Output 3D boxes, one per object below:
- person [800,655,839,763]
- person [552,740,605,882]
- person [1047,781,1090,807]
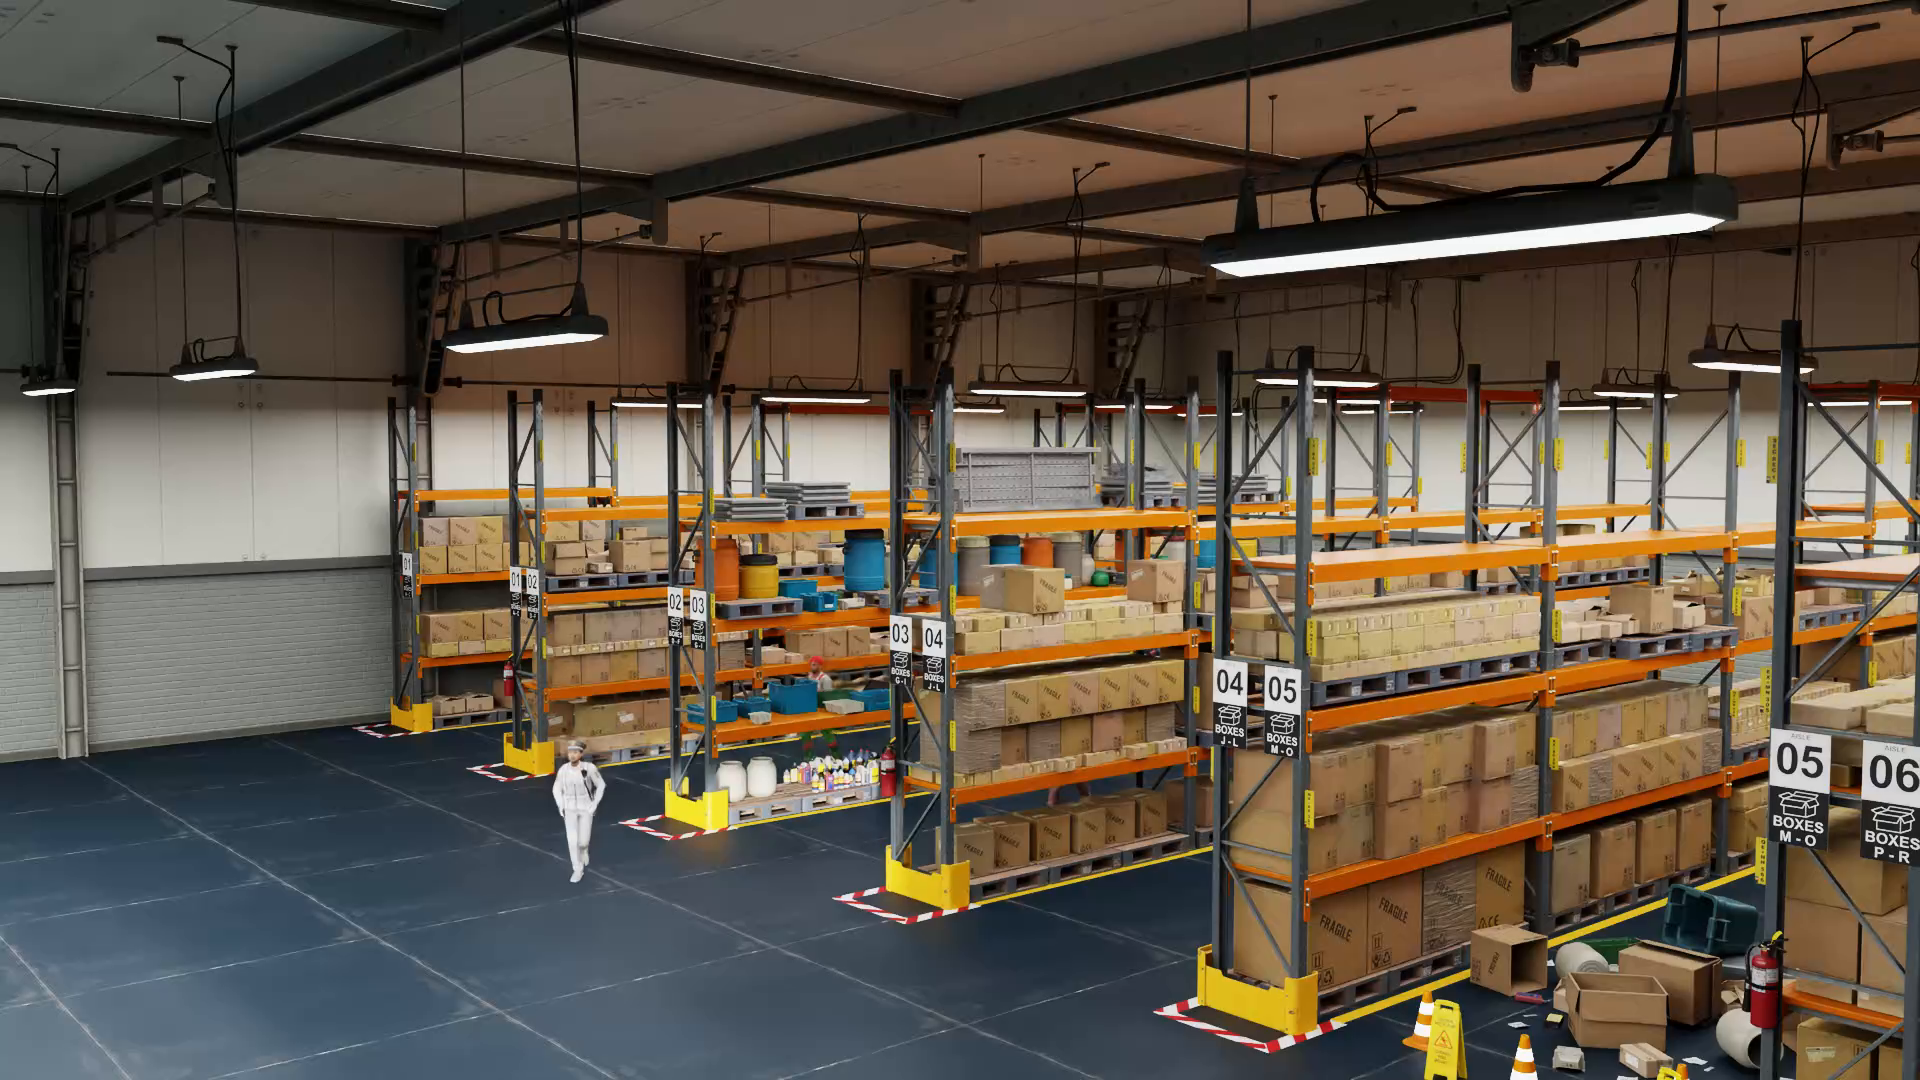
[{"bbox_3d":[-2.247,2.732,26.269,0.643,1.844,0.876,2,4,34],"label":"person"},{"bbox_3d":[-4.530,3.193,19.749,0.618,1.662,0.511,0,3,-3],"label":"person"},{"bbox_3d":[1.488,2.952,23.150,0.574,1.655,0.969,2,4,36],"label":"person"}]
